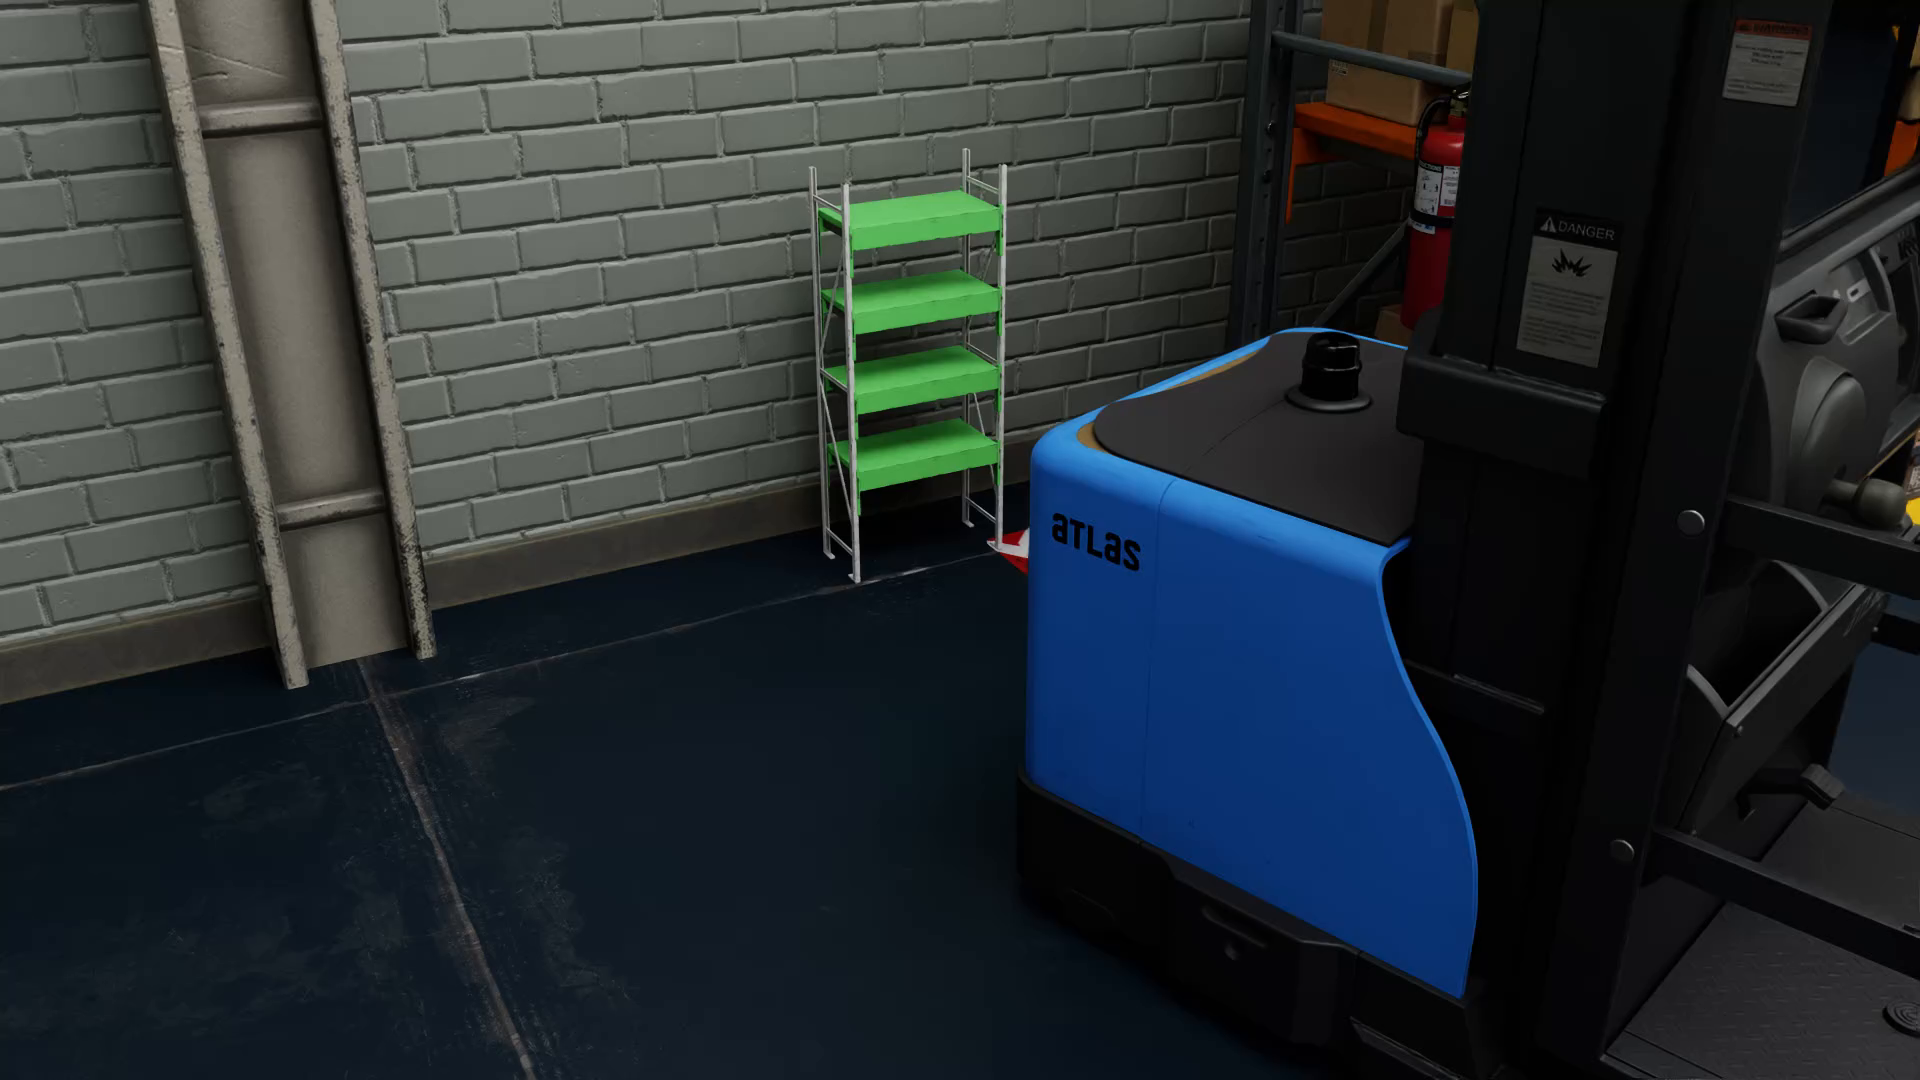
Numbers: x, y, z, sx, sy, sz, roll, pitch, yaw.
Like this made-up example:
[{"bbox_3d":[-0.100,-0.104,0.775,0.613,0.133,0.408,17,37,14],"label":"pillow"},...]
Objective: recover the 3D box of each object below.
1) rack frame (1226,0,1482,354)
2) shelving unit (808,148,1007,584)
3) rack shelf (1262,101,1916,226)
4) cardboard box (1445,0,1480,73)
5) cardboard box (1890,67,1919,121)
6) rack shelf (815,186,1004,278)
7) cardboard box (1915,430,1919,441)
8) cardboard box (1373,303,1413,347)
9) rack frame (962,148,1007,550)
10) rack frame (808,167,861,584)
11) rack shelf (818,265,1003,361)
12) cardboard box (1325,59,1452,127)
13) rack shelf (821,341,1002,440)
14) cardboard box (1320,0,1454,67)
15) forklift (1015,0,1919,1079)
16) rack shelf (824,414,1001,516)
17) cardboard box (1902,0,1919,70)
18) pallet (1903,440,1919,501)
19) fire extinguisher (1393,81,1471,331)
[{"bbox_3d":[1.115,-1.258,4.404,0.127,3.000,1.000,-13,29,-25],"label":"rack frame"},{"bbox_3d":[-0.146,-0.507,4.920,0.503,1.200,0.258,-13,29,-25],"label":"shelving unit"},{"bbox_3d":[2.879,-1.341,5.408,4.000,0.370,1.077,-13,29,-25],"label":"rack shelf"},{"bbox_3d":[1.642,-1.314,4.350,0.500,0.250,0.500,-13,28,-25],"label":"cardboard box"},{"bbox_3d":[2.694,-1.350,4.886,0.250,0.149,0.380,-14,29,-27],"label":"cardboard box"},{"bbox_3d":[-0.146,-0.882,4.740,0.480,0.148,0.258,-13,29,-25],"label":"rack shelf"},{"bbox_3d":[2.985,-0.637,5.515,0.500,0.500,0.500,-12,28,-24],"label":"cardboard box"},{"bbox_3d":[1.699,-0.410,5.037,0.637,0.503,0.797,-14,29,-27],"label":"cardboard box"},{"bbox_3d":[0.069,-0.557,5.023,0.015,1.200,0.240,-13,29,-25],"label":"rack frame"},{"bbox_3d":[-0.361,-0.457,4.817,0.015,1.200,0.240,-13,29,-25],"label":"rack frame"},{"bbox_3d":[-0.146,-0.666,4.844,0.480,0.148,0.258,-13,29,-25],"label":"rack shelf"},{"bbox_3d":[1.281,-1.314,4.812,0.250,0.149,0.380,-13,29,-26],"label":"cardboard box"},{"bbox_3d":[-0.146,-0.450,4.948,0.480,0.148,0.258,-13,29,-25],"label":"rack shelf"},{"bbox_3d":[1.396,-1.519,4.778,0.500,0.250,0.500,-12,28,-24],"label":"cardboard box"},{"bbox_3d":[1.544,-0.274,2.435,3.031,2.935,1.130,22,33,38],"label":"forklift"},{"bbox_3d":[-0.146,-0.233,5.052,0.480,0.148,0.258,-13,29,-25],"label":"rack shelf"},{"bbox_3d":[2.532,-1.521,4.782,0.500,0.250,0.500,-14,29,-26],"label":"cardboard box"},{"bbox_3d":[2.960,-0.426,5.893,1.213,0.211,1.003,-13,29,-25],"label":"pallet"},{"bbox_3d":[1.202,-0.848,4.071,0.183,0.674,0.296,-13,29,-25],"label":"fire extinguisher"}]
